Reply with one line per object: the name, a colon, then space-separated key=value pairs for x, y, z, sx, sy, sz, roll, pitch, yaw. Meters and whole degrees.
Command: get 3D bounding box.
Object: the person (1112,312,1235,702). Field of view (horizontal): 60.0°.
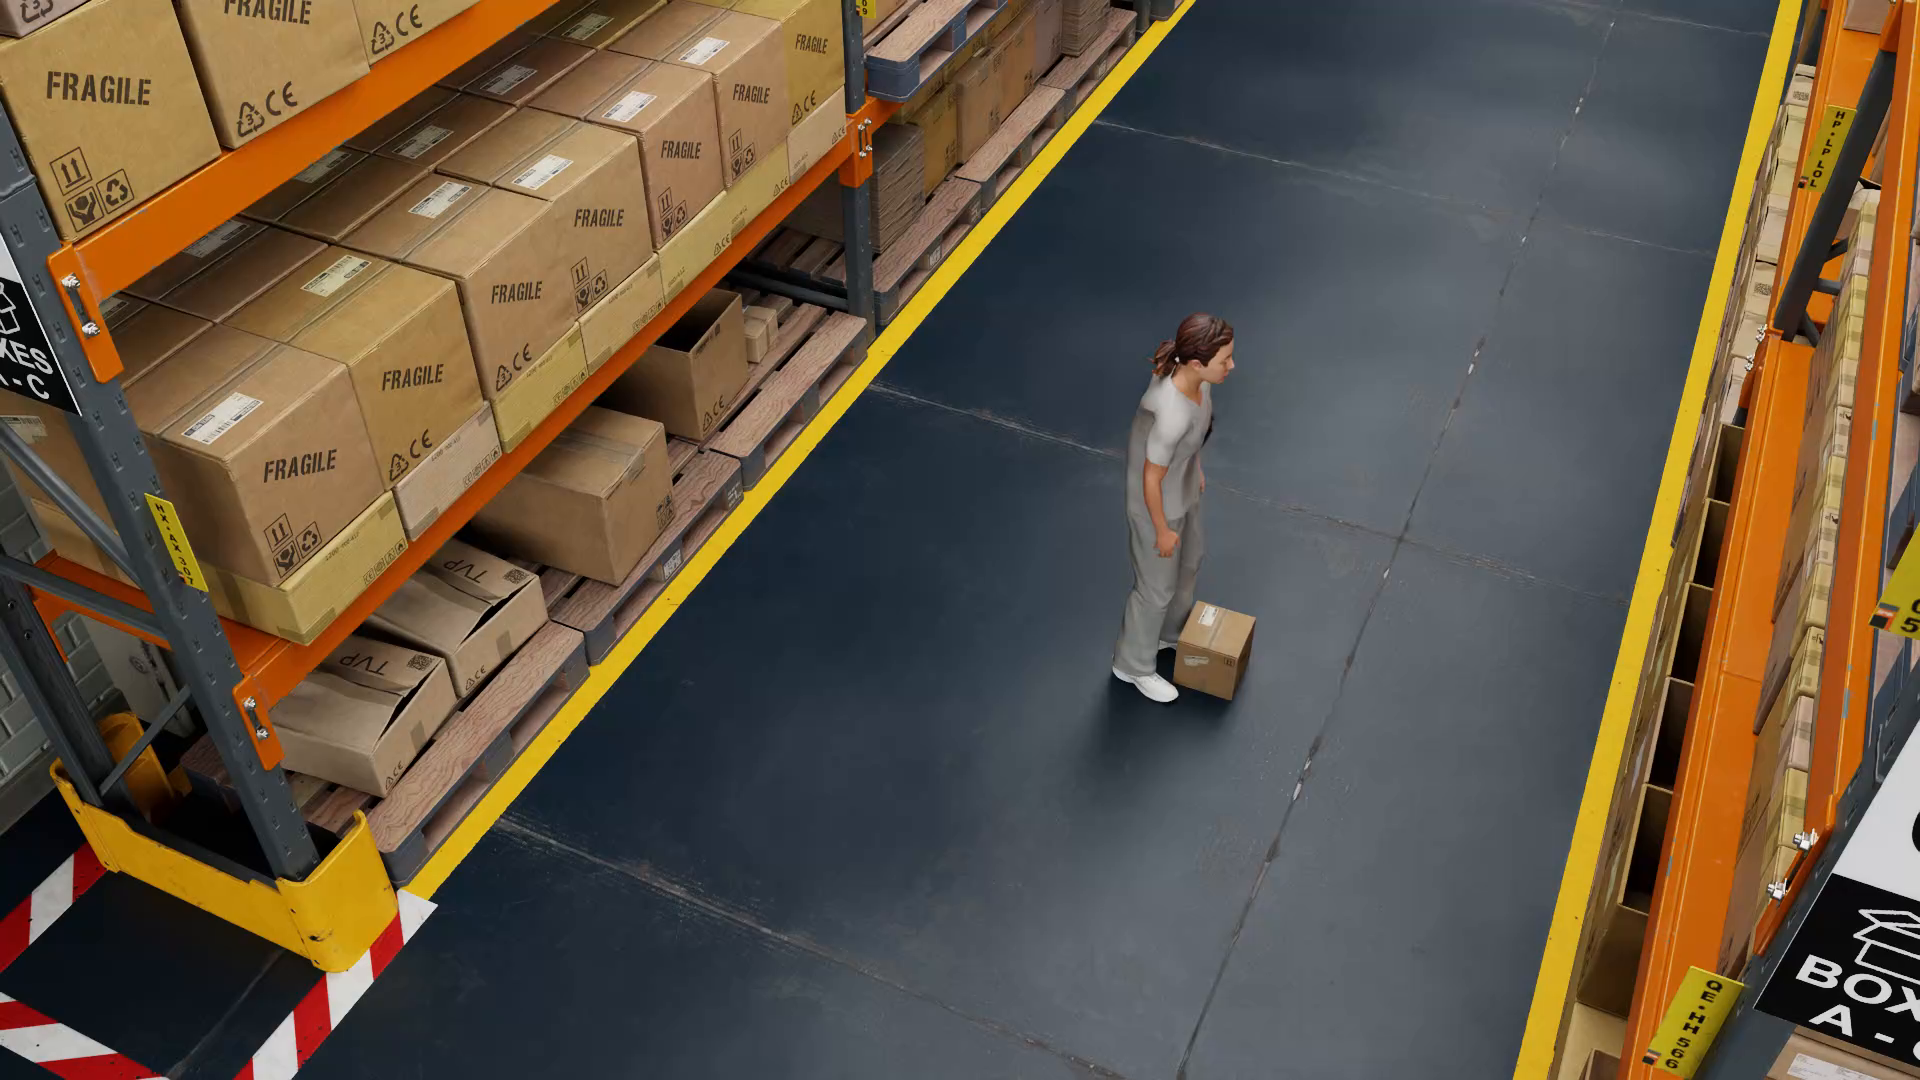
person: x=0.828 y=-0.140 z=6.318 sx=0.407 sy=1.670 sz=0.511 roll=16 pitch=44 yaw=17
